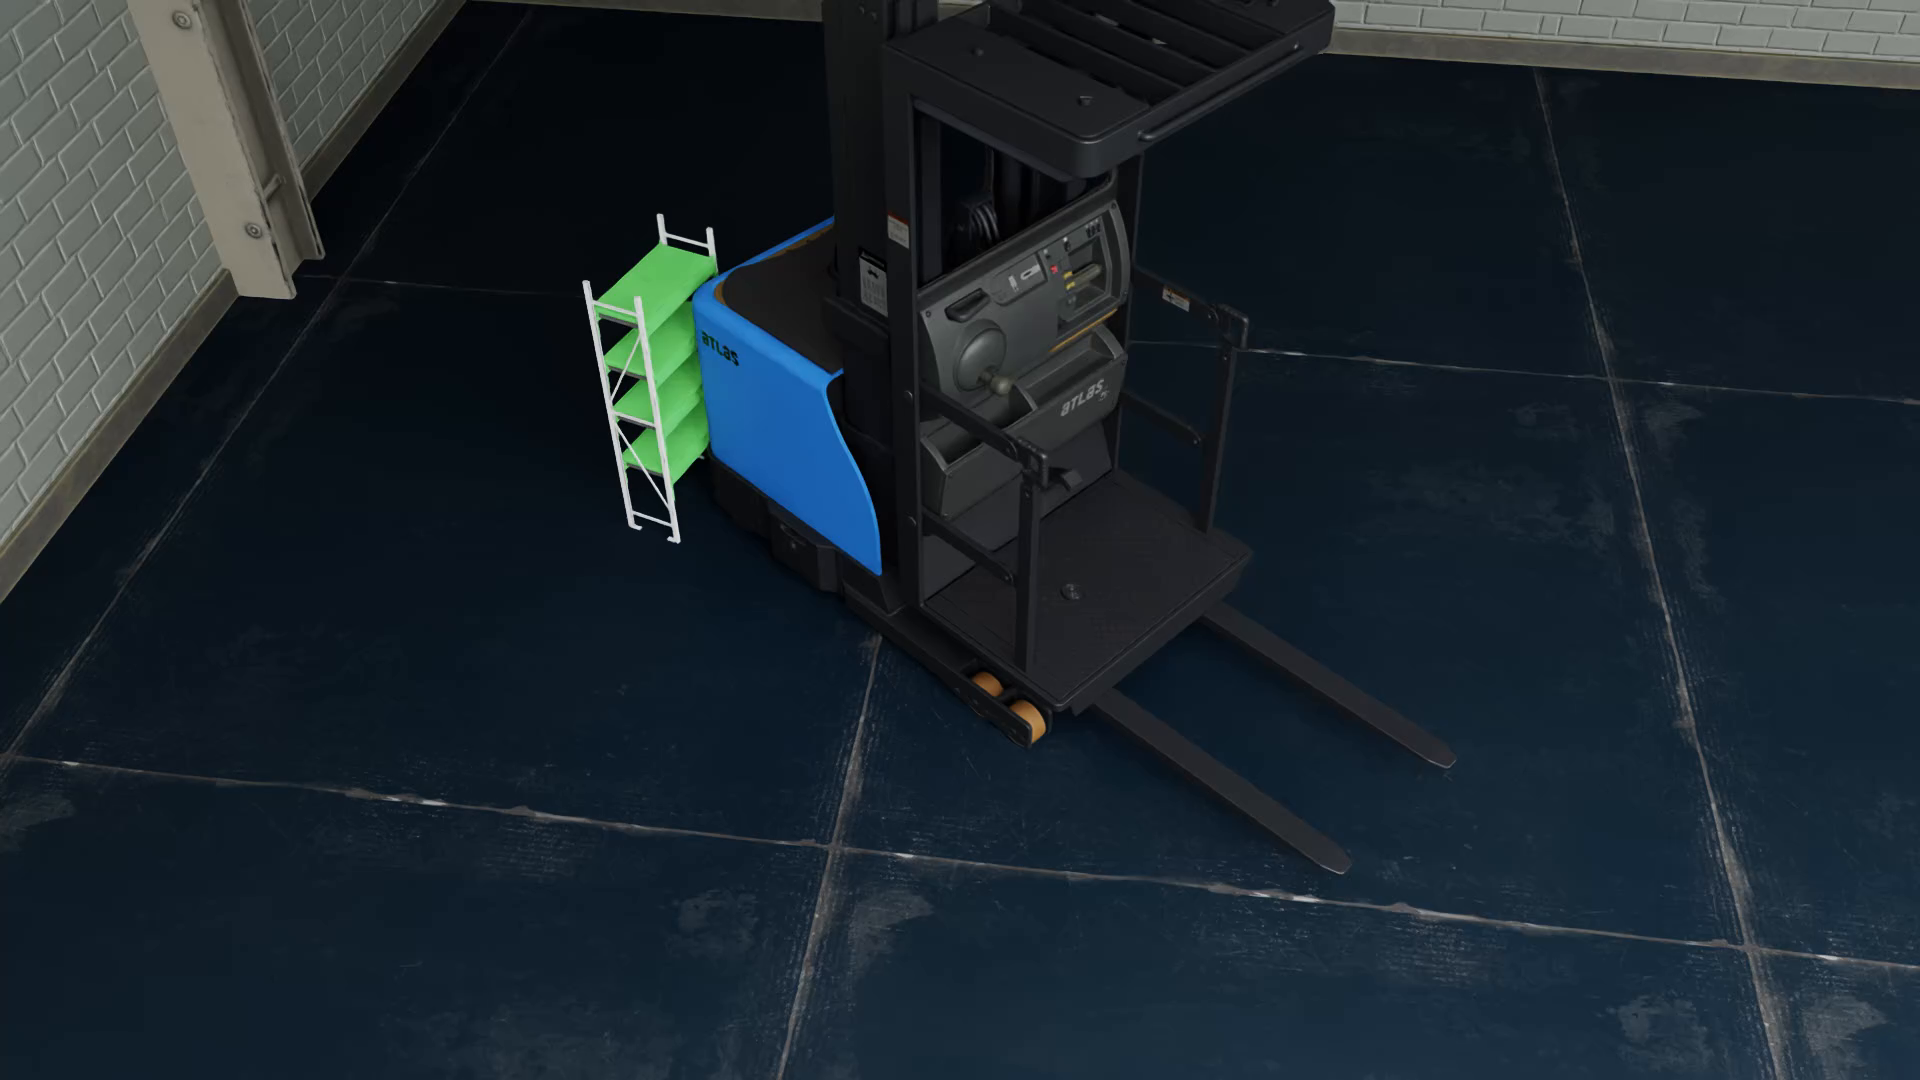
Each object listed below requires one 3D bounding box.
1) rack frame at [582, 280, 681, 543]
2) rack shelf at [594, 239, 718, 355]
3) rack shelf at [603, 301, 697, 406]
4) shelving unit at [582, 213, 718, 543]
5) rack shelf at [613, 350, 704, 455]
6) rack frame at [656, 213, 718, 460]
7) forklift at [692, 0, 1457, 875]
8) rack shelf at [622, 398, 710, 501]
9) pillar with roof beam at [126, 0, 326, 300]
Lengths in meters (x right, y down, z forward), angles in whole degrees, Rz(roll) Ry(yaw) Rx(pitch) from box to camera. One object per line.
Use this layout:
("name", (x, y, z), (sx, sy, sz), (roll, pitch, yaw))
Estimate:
("rack frame", (-1.246, -0.462, 6.364), (0.240, 1.200, 0.015), (18, 46, 18))
("rack shelf", (-1.144, -0.916, 6.239), (0.258, 0.148, 0.480), (18, 46, 18))
("rack shelf", (-1.143, -0.742, 6.404), (0.258, 0.148, 0.480), (18, 46, 18))
("shelving unit", (-1.142, -0.614, 6.525), (0.258, 1.200, 0.503), (18, 46, 18))
("rack shelf", (-1.142, -0.567, 6.568), (0.258, 0.148, 0.480), (18, 46, 18))
("rack frame", (-1.038, -0.765, 6.685), (0.240, 1.200, 0.015), (18, 46, 18))
("forklift", (0.381, -0.732, 5.392), (3.031, 2.935, 1.130), (34, 53, 31))
("rack shelf", (-1.141, -0.393, 6.733), (0.258, 0.148, 0.480), (18, 46, 18))
("pillar with roof beam", (0.944, -4.177, 4.616), (9.100, 9.000, 0.400), (5, 44, 6))
